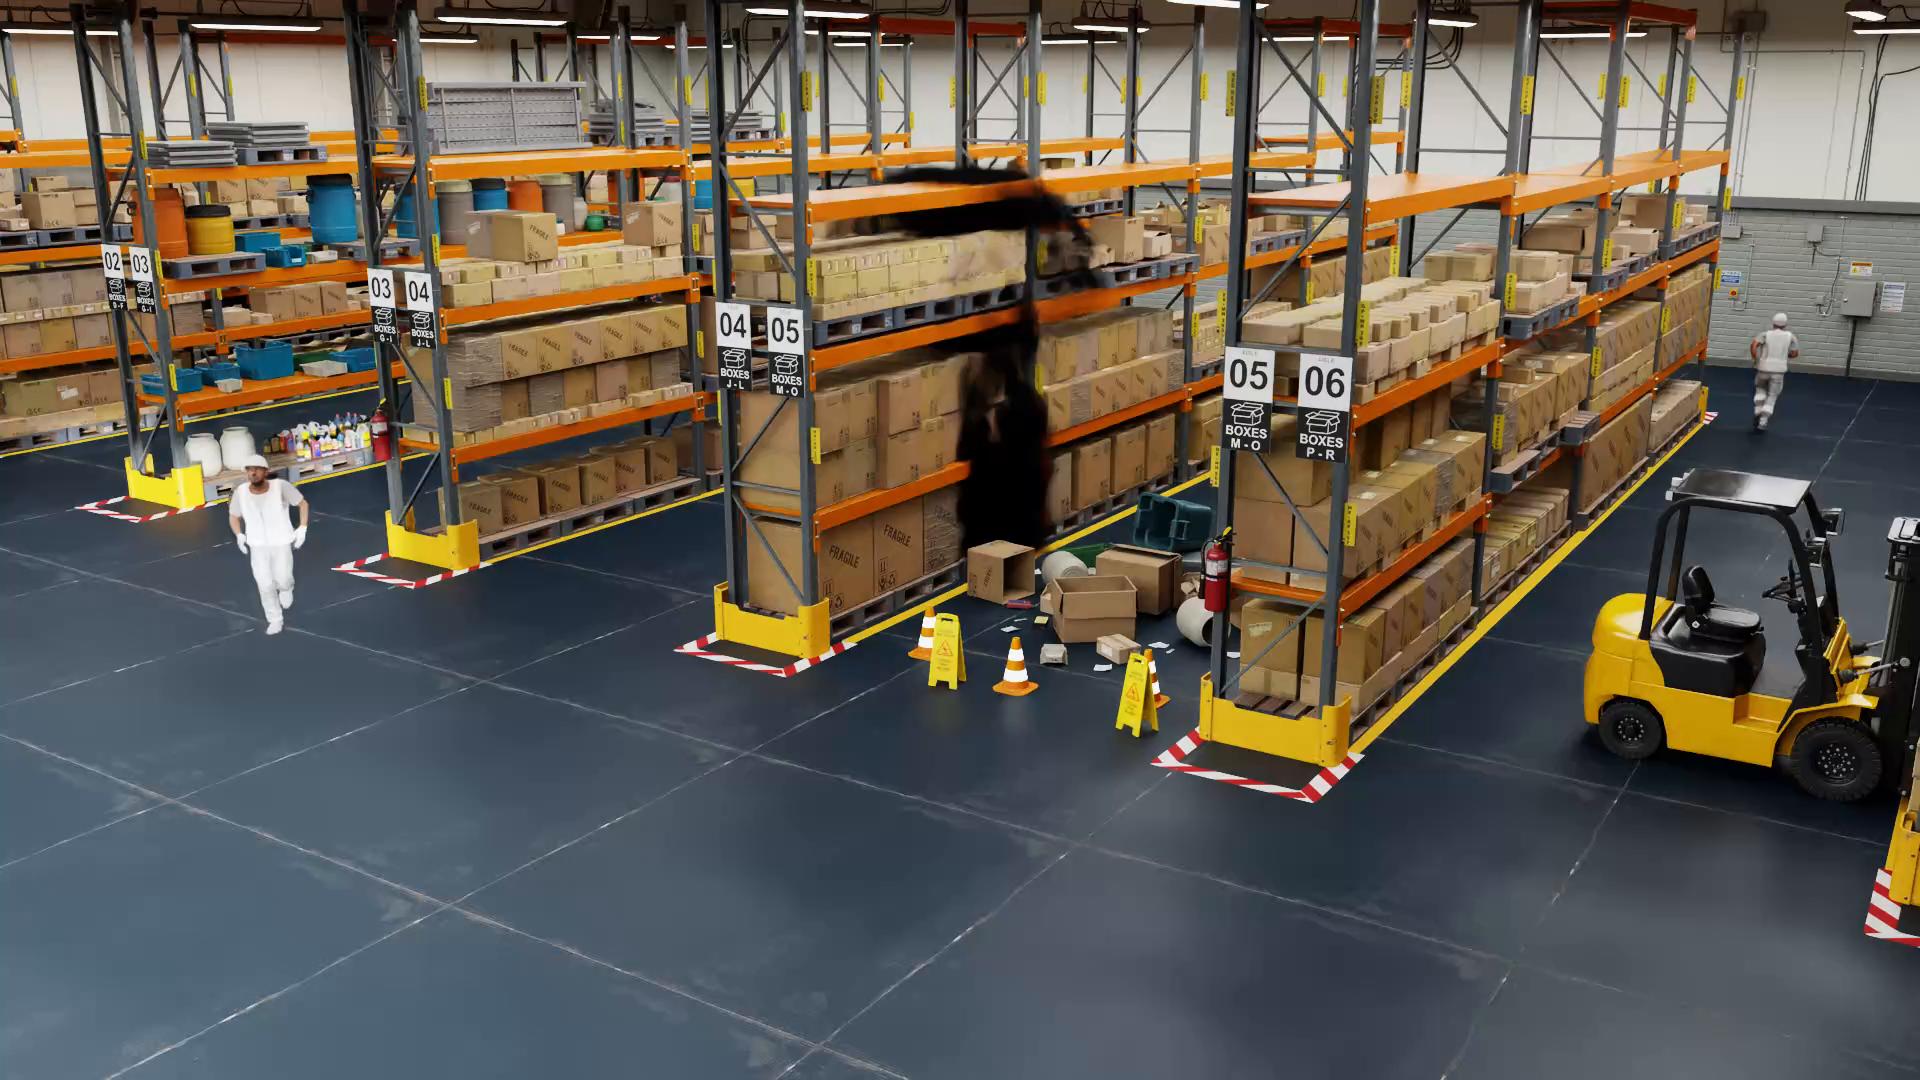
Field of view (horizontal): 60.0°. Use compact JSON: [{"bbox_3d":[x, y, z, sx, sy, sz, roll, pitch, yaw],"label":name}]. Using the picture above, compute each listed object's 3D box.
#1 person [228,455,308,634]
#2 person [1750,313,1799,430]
[{"bbox_3d":[-6.594,0.026,15.913,0.705,1.746,0.669,-3,16,-11],"label":"person"},{"bbox_3d":[12.201,-2.527,24.986,0.643,1.766,0.747,9,18,28],"label":"person"}]
